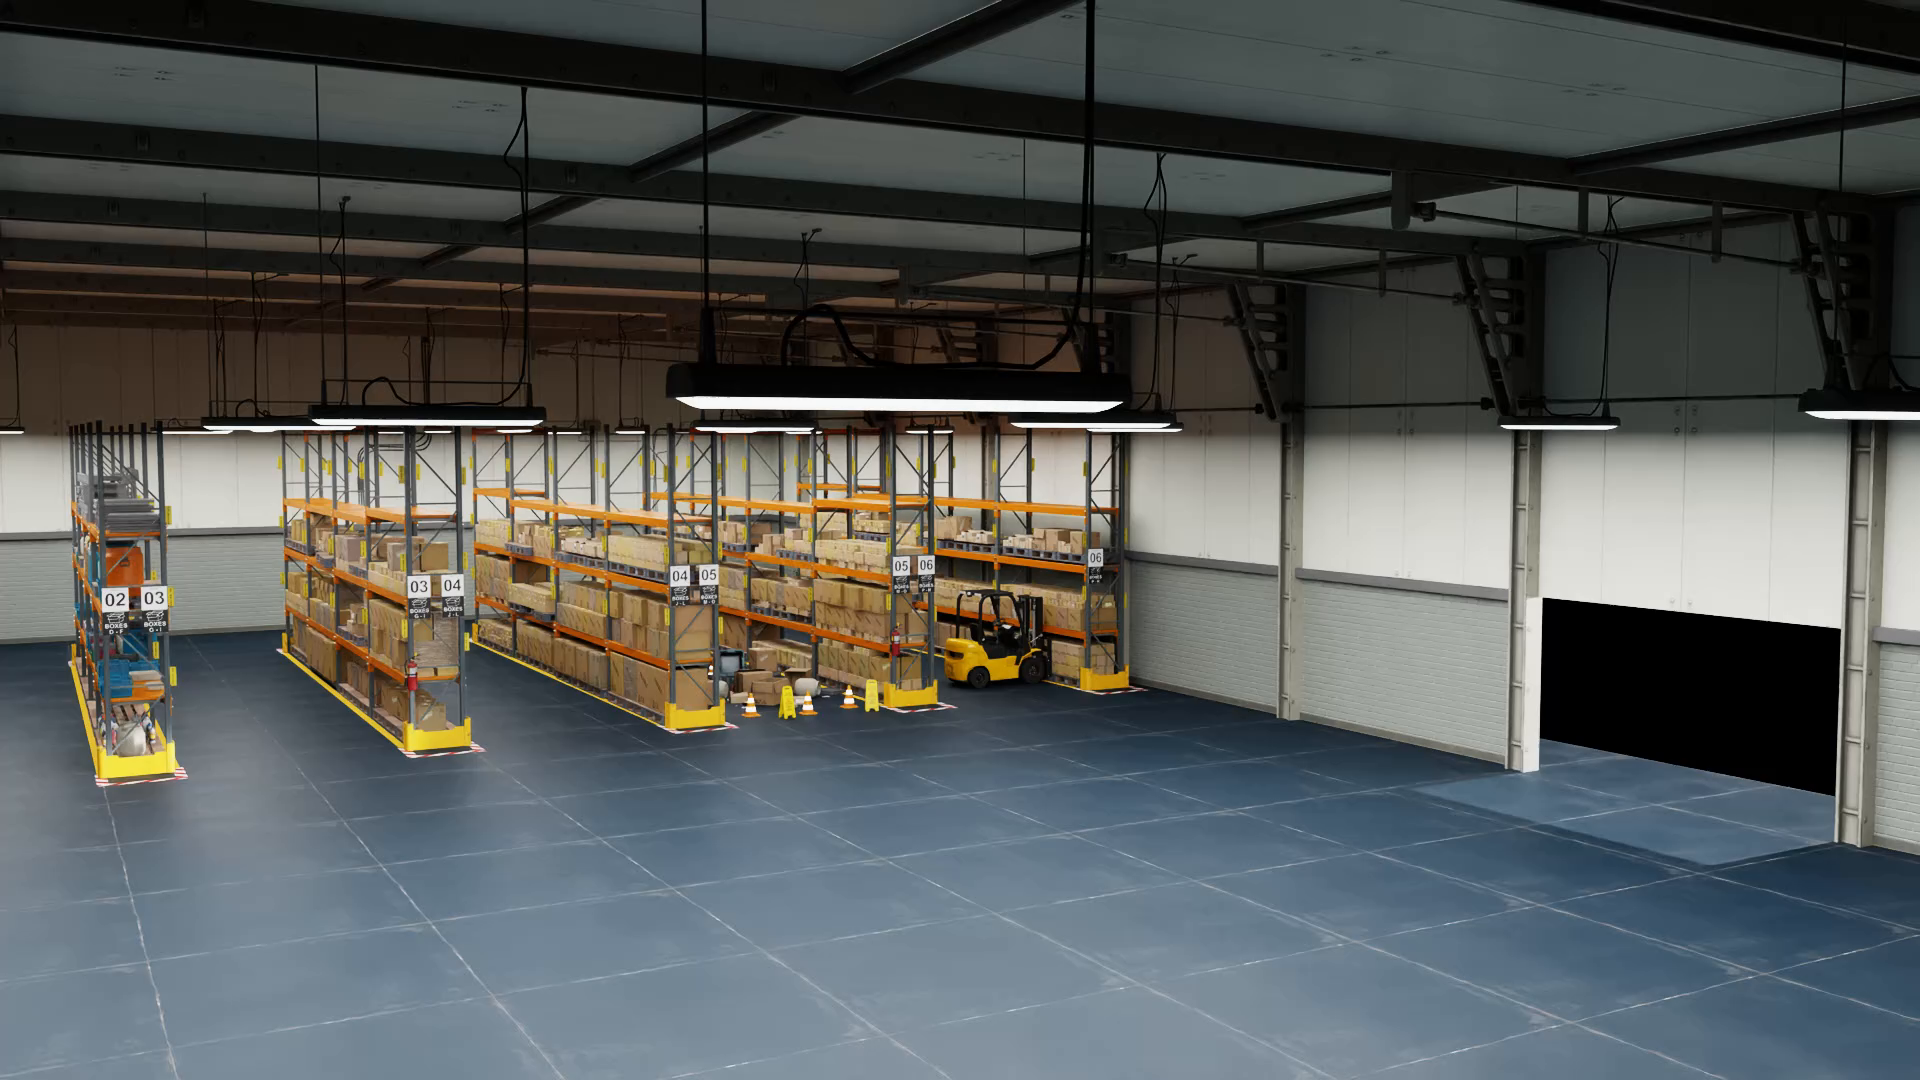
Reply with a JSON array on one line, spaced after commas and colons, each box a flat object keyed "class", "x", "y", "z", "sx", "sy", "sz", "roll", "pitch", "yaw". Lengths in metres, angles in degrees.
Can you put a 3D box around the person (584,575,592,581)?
[{"class": "person", "x": -11.401, "y": 1.712, "z": 51.250, "sx": 0.461, "sy": 1.663, "sz": 0.555, "roll": 2, "pitch": 4, "yaw": 23}]
